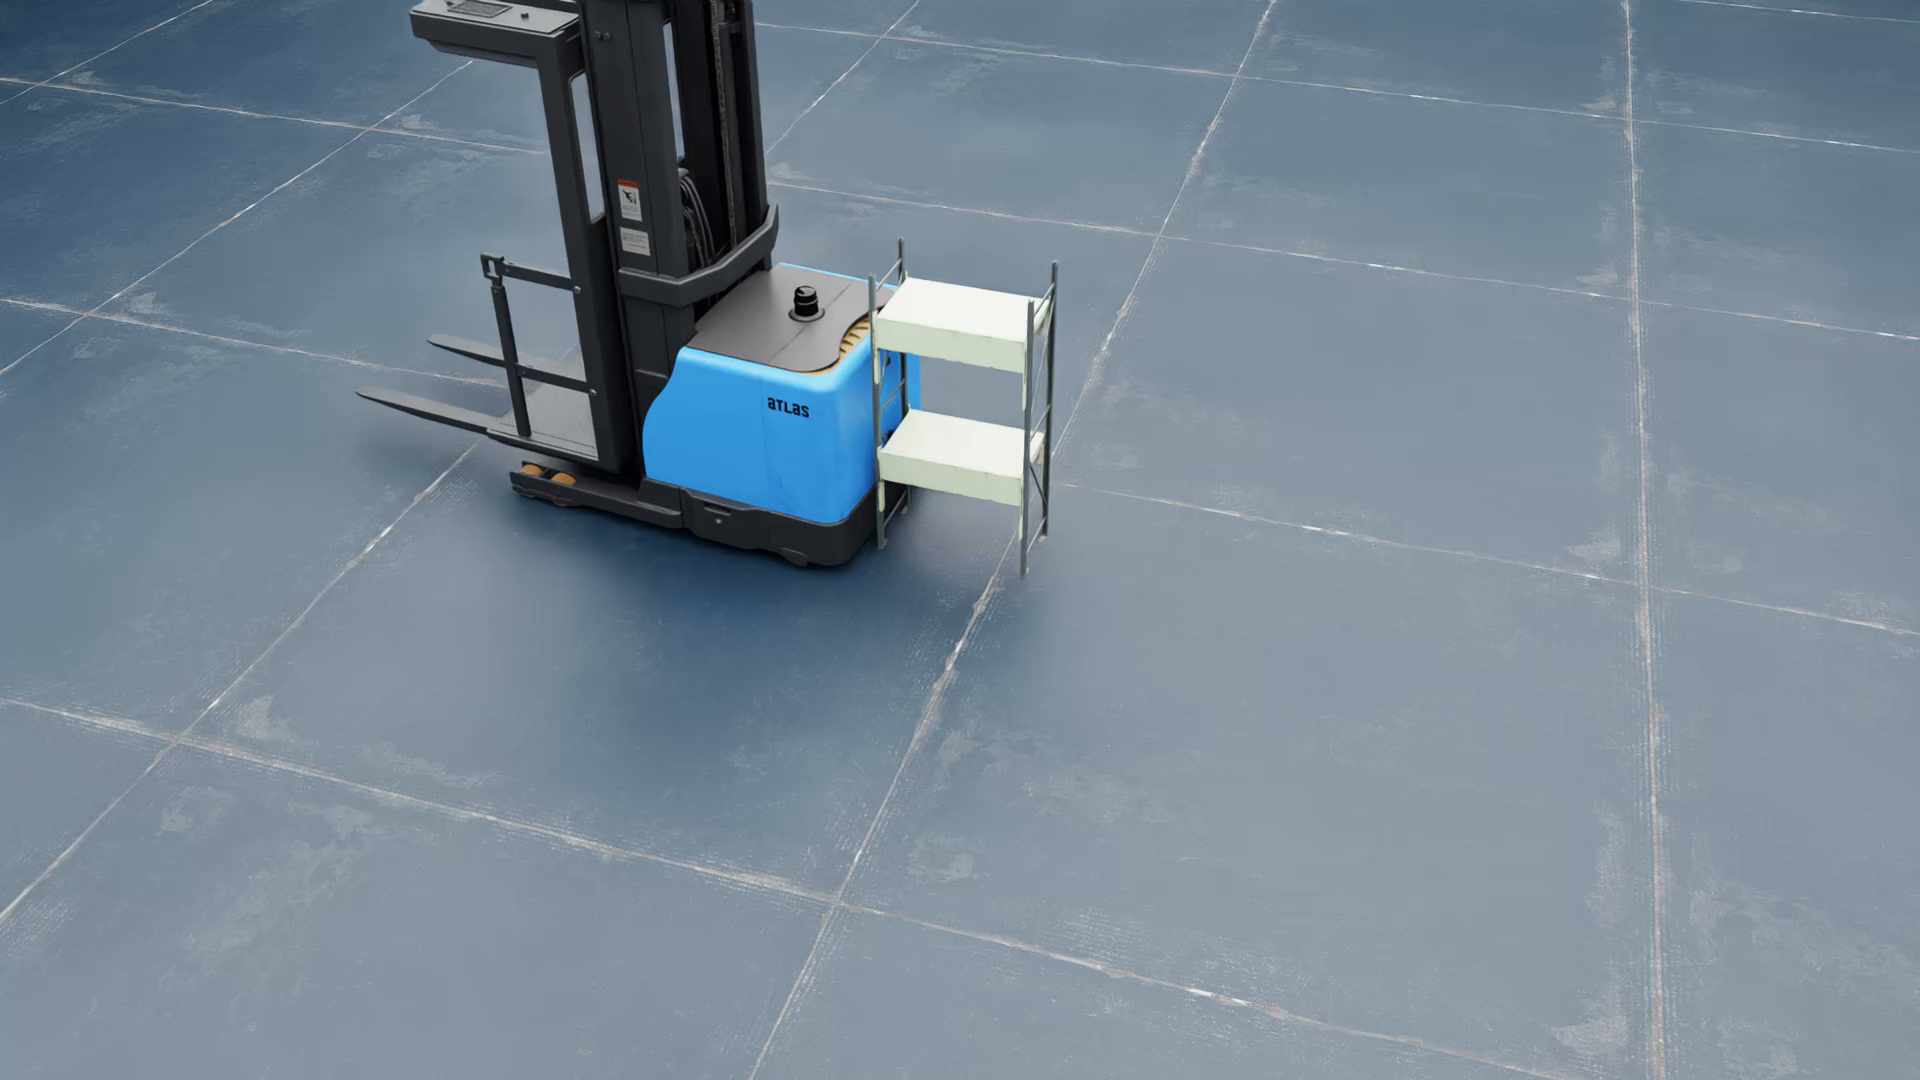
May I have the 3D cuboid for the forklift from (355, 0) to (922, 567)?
[{"bbox_3d":[-1.745,-1.622,7.982,3.031,2.935,1.130,15,39,19],"label":"forklift"}]

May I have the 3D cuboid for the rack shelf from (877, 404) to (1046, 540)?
[{"bbox_3d":[0.018,-0.334,7.989,0.720,0.370,0.431,11,38,15],"label":"rack shelf"}]

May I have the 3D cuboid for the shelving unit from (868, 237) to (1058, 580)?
[{"bbox_3d":[0.018,-0.597,7.795,0.755,1.500,0.431,11,38,15],"label":"shelving unit"}]

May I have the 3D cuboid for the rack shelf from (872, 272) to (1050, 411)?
[{"bbox_3d":[0.018,-0.911,7.564,0.720,0.370,0.431,11,38,15],"label":"rack shelf"}]

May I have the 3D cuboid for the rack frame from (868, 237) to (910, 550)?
[{"bbox_3d":[-0.329,-0.667,7.891,0.023,1.500,0.400,11,38,15],"label":"rack frame"}]

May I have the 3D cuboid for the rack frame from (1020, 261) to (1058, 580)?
[{"bbox_3d":[0.364,-0.526,7.700,0.023,1.500,0.400,11,38,15],"label":"rack frame"}]
